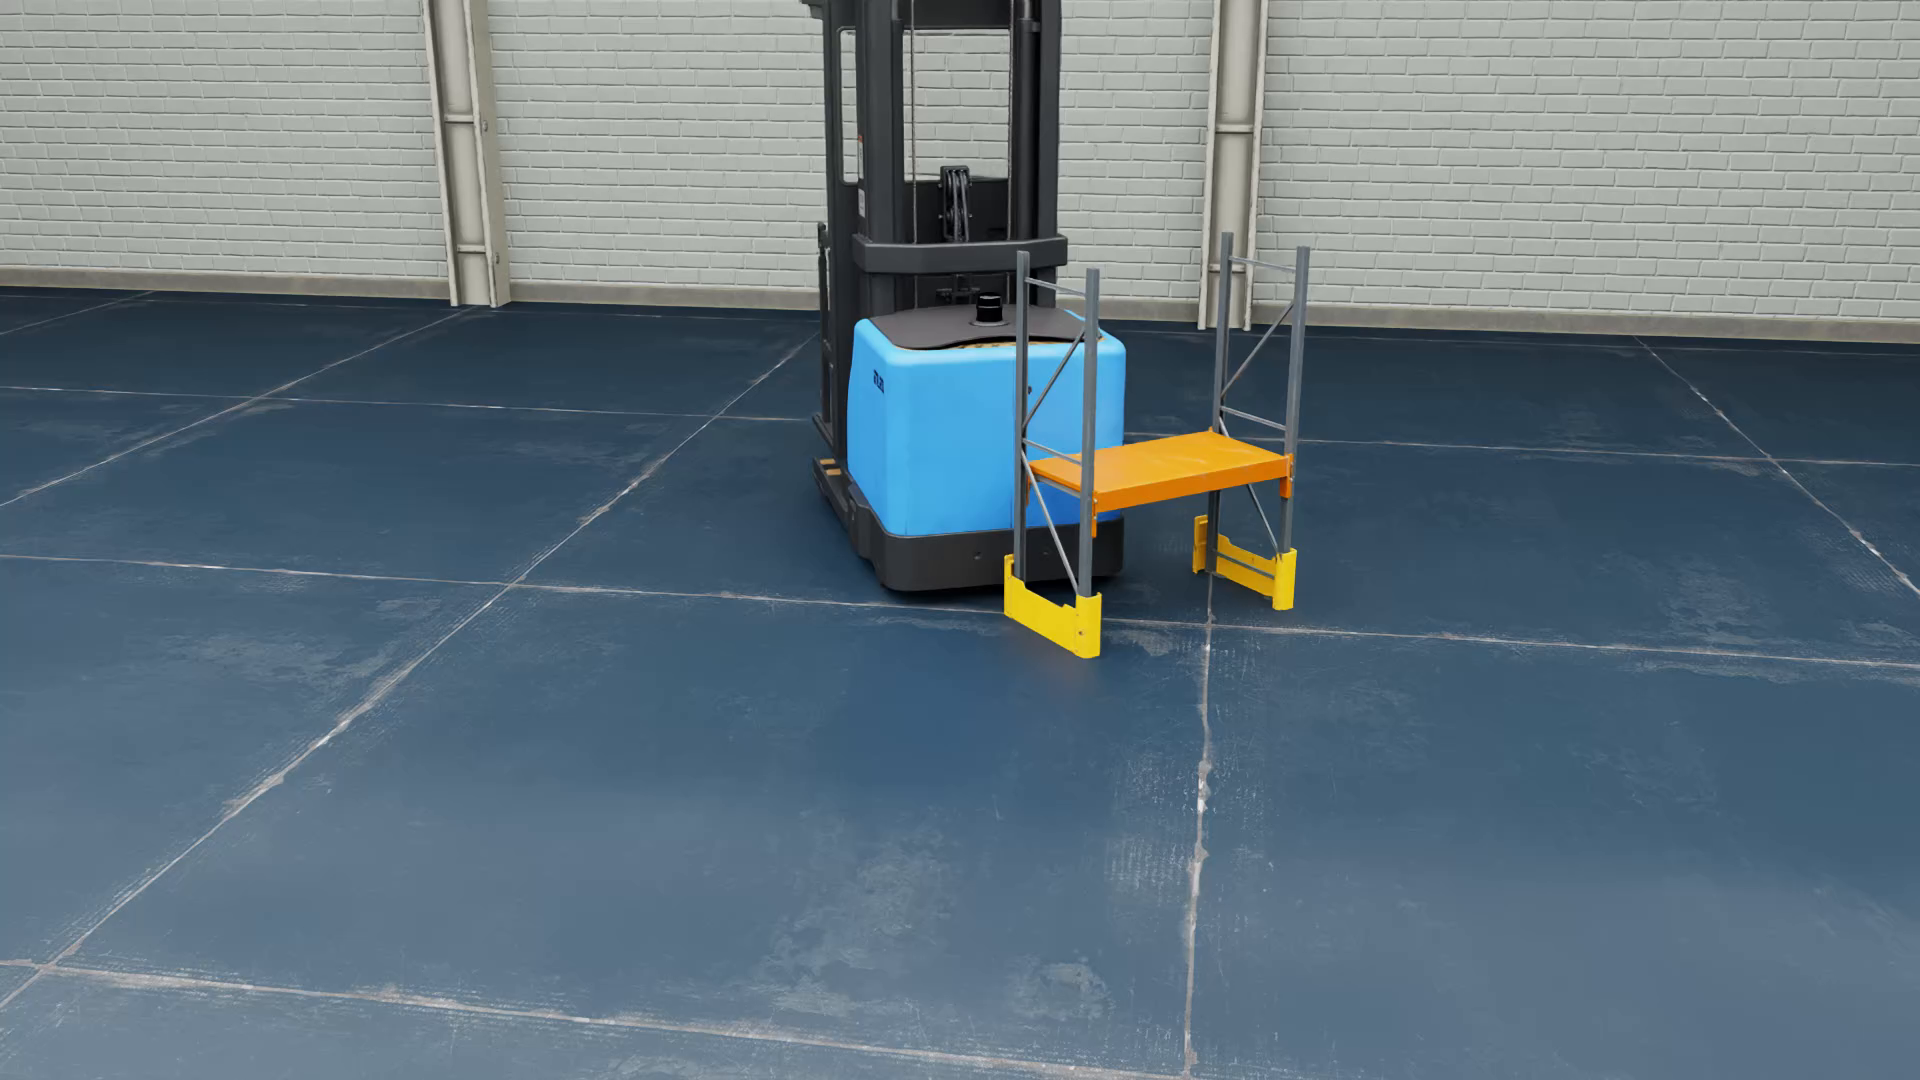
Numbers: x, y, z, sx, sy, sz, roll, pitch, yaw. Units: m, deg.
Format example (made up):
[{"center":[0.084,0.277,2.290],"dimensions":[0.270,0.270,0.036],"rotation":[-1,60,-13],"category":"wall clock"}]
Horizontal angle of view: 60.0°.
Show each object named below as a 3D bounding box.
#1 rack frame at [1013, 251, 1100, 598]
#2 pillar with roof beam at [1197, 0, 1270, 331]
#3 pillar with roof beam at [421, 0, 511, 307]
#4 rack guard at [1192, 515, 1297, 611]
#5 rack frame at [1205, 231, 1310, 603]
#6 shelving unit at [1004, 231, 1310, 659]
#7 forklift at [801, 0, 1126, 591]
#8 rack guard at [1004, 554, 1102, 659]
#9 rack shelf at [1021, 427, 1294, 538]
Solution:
[{"center":[0.362,-0.334,6.439],"dimensions":[0.032,1.500,0.500],"rotation":[-11,21,-30],"category":"rack frame"},{"center":[1.334,-4.552,7.226],"dimensions":[0.400,9.000,9.100],"rotation":[3,19,9],"category":"pillar with roof beam"},{"center":[-4.590,-4.854,8.129],"dimensions":[0.400,9.000,9.100],"rotation":[3,19,9],"category":"pillar with roof beam"},{"center":[1.212,0.093,7.132],"dimensions":[0.087,0.250,0.587],"rotation":[-11,21,-30],"category":"rack guard"},{"center":[1.229,-0.503,6.943],"dimensions":[0.032,1.500,0.500],"rotation":[-11,21,-30],"category":"rack frame"},{"center":[0.788,-0.417,6.686],"dimensions":[1.083,1.500,0.587],"rotation":[-11,21,-30],"category":"shelving unit"},{"center":[-0.134,-1.606,7.983],"dimensions":[1.130,2.935,3.031],"rotation":[-4,19,-13],"category":"forklift"},{"center":[0.363,0.258,6.637],"dimensions":[0.087,0.250,0.587],"rotation":[-11,21,-30],"category":"rack guard"},{"center":[0.795,-0.248,6.748],"dimensions":[1.000,0.185,0.538],"rotation":[-11,21,-30],"category":"rack shelf"}]
